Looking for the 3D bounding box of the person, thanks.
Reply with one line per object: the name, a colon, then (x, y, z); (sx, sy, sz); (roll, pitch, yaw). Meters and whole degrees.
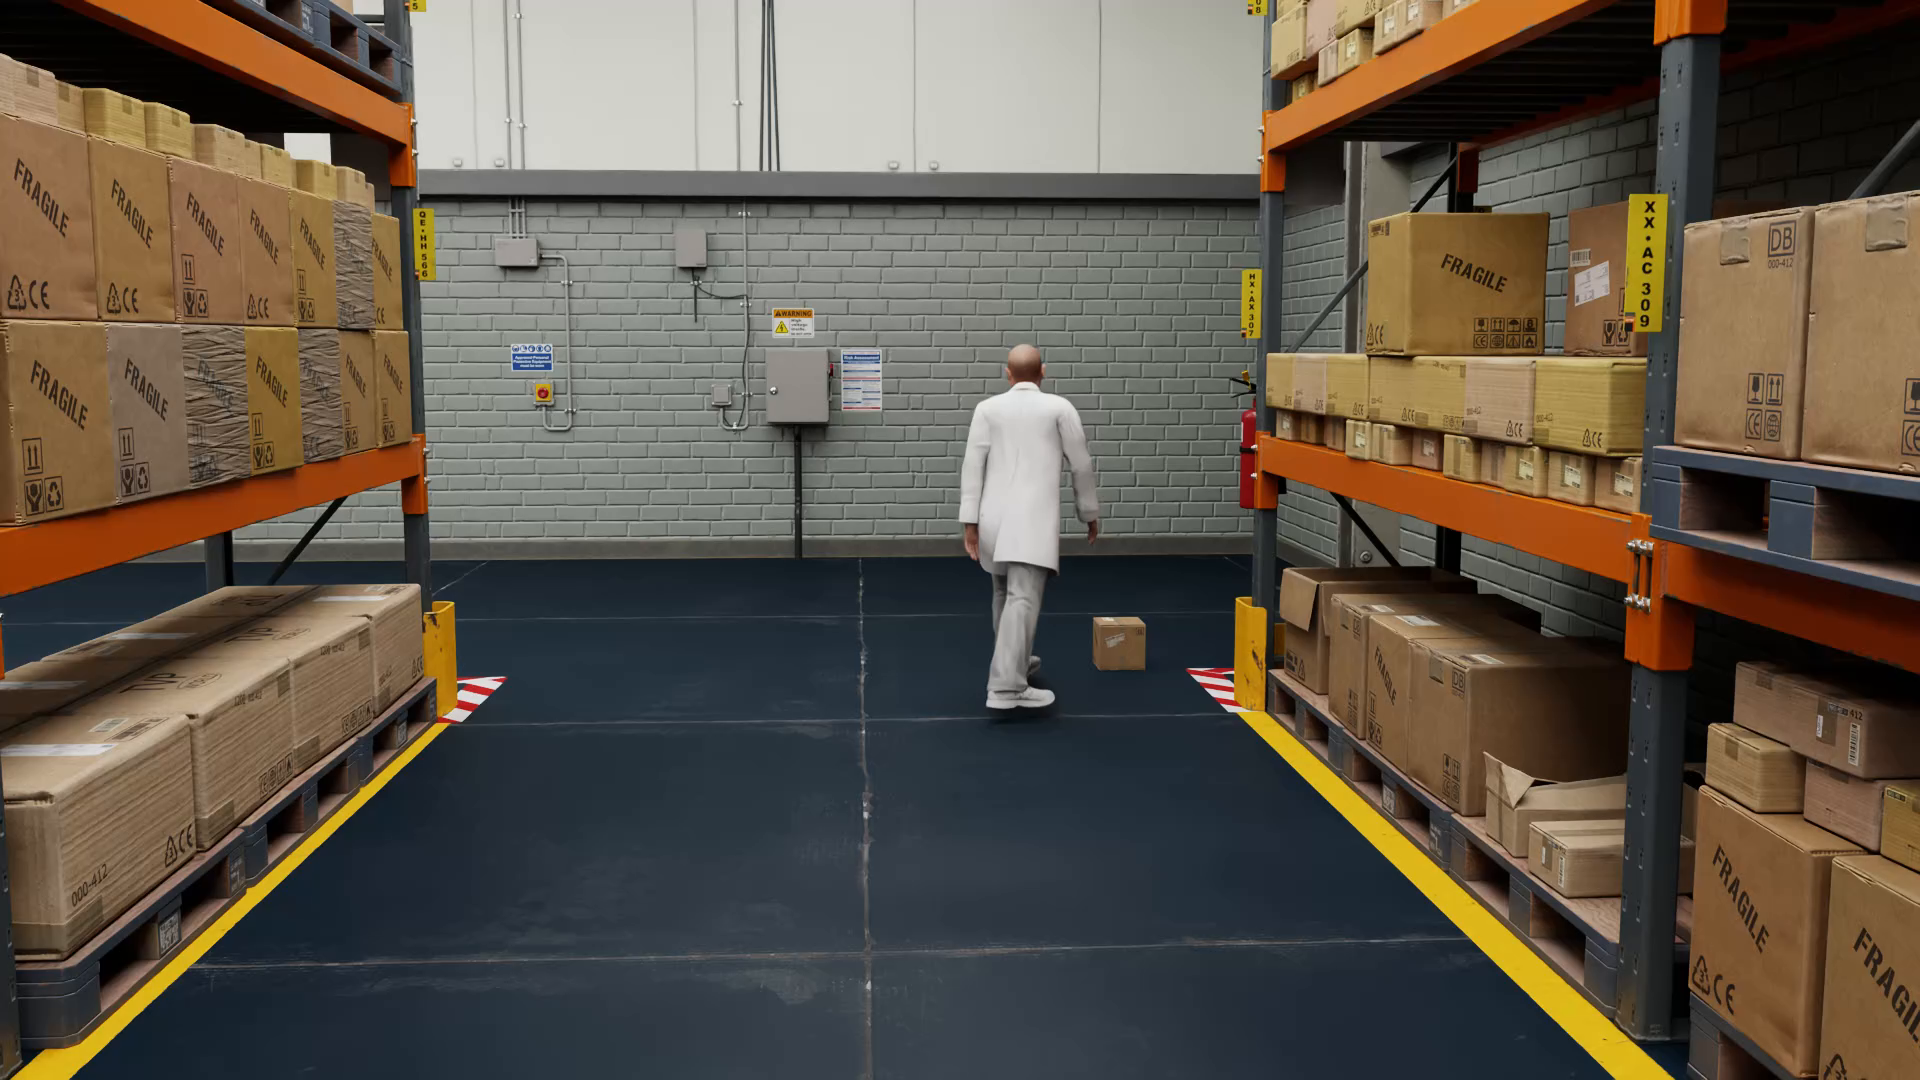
person: (0.326, -0.097, 8.106); (0.592, 1.705, 1.038); (4, 8, 30)
